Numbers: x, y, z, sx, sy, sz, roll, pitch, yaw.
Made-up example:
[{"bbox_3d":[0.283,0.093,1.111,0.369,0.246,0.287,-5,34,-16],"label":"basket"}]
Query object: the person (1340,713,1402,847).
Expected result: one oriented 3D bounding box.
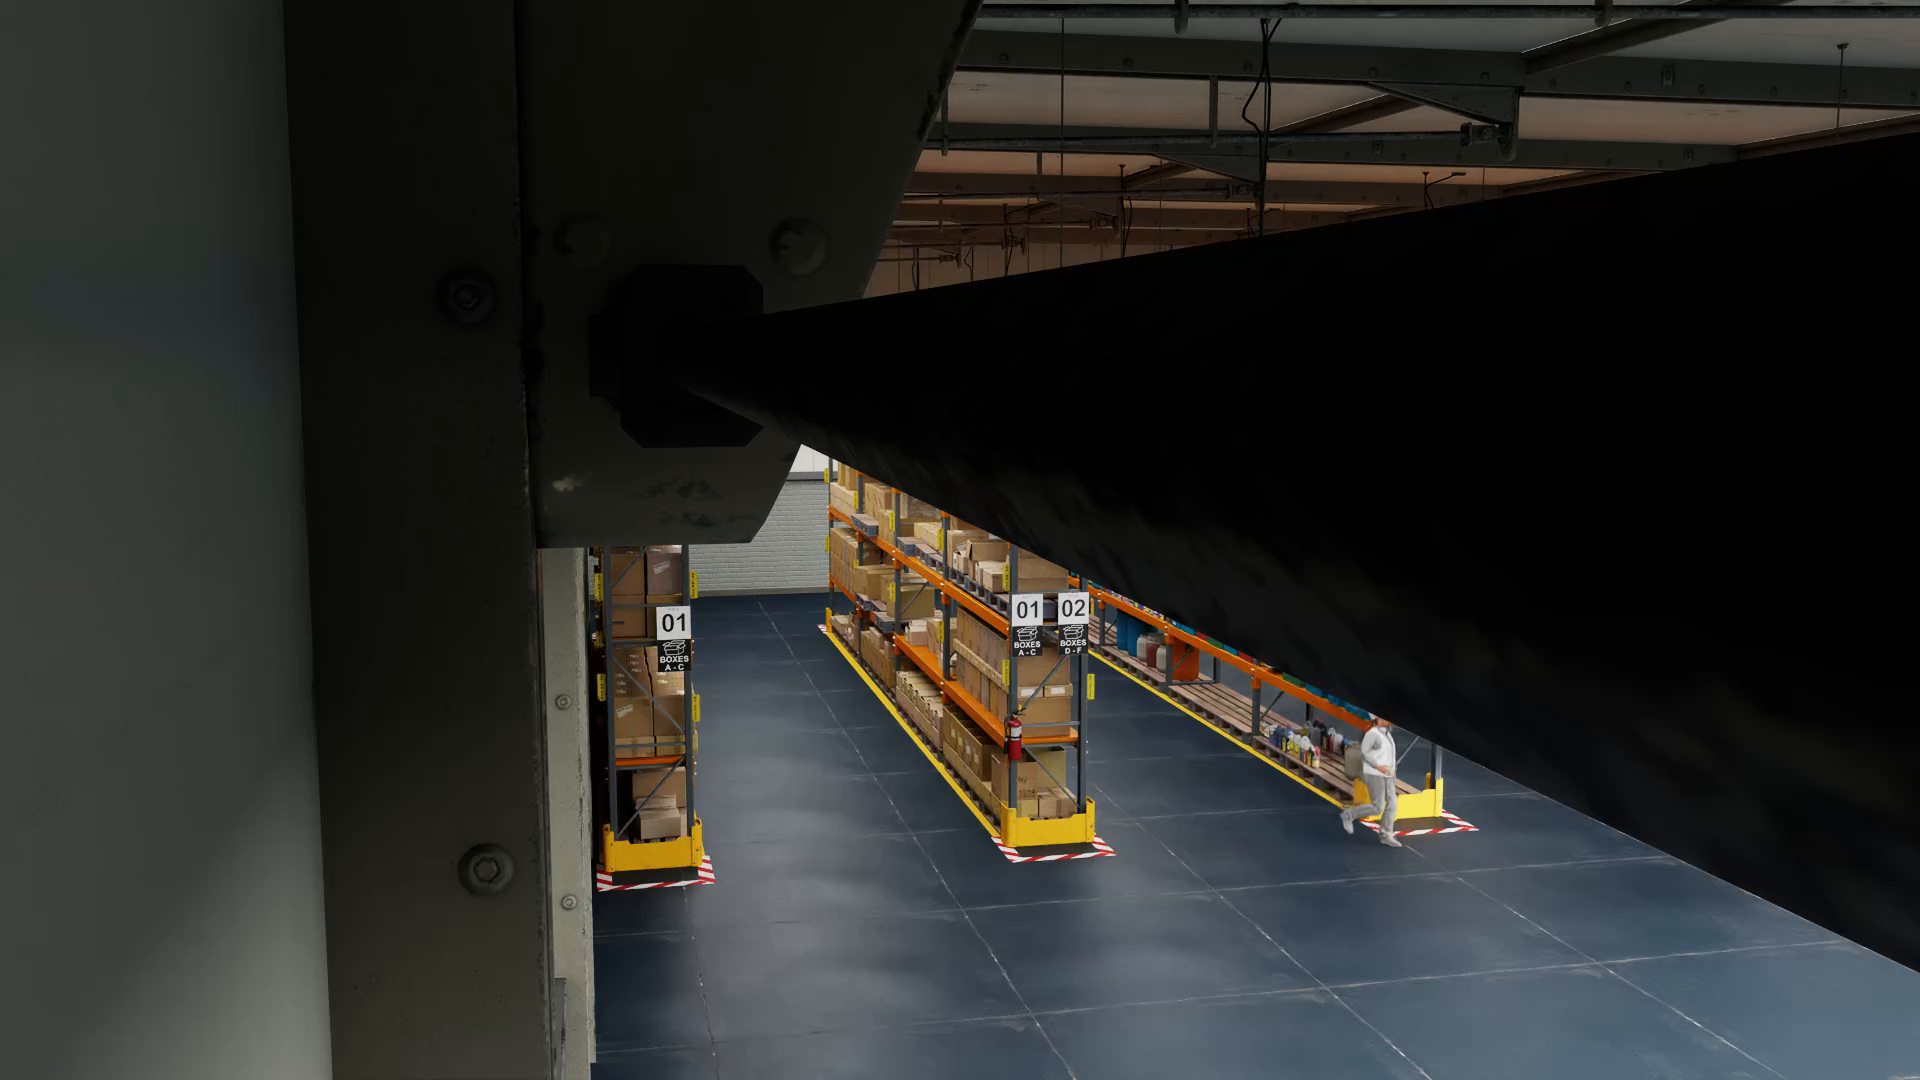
[{"bbox_3d":[5.360,2.971,21.162,0.778,1.721,0.713,5,9,37],"label":"person"}]
